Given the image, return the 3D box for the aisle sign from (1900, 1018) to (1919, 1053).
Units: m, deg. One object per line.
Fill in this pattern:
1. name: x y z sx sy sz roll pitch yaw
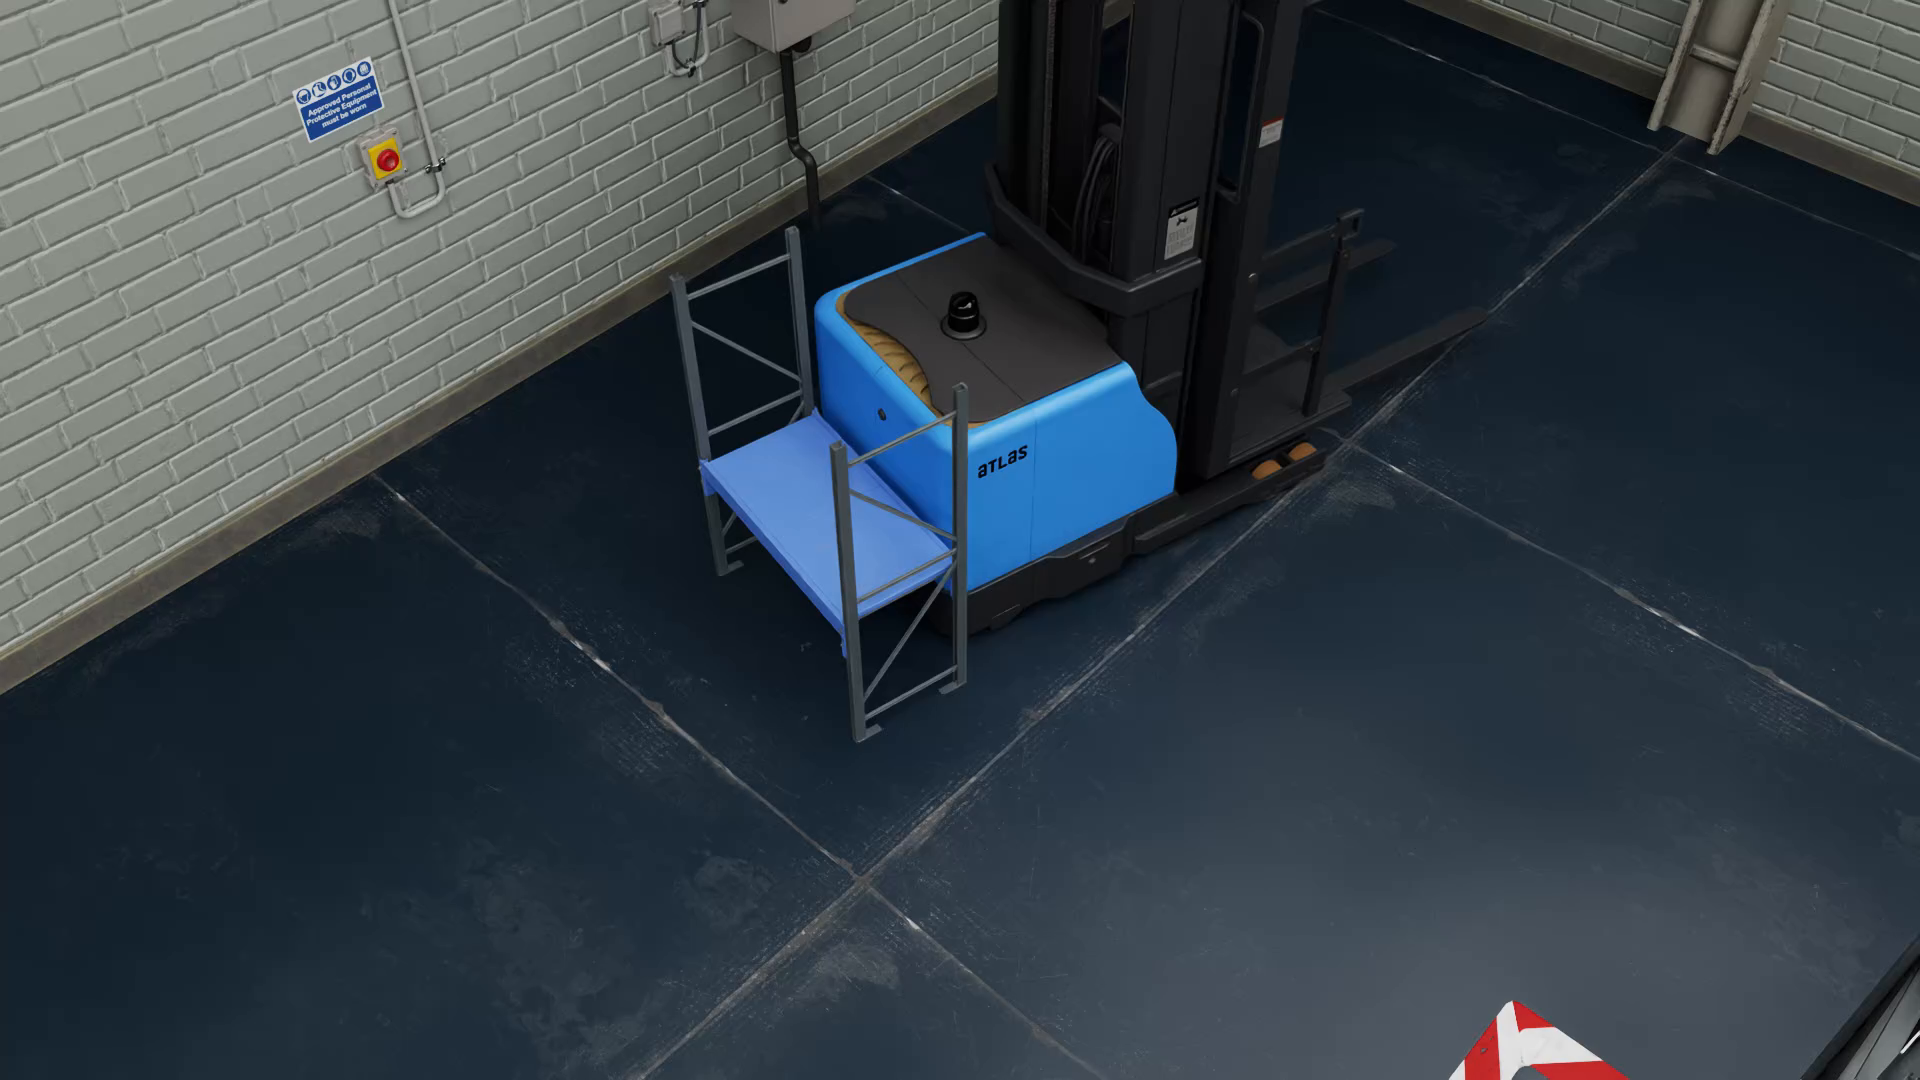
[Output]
1. aisle sign: 1.695 0.476 2.571 0.004 0.787 0.394 34 55 28

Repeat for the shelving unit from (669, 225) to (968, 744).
1. shelving unit: -0.481 -0.175 5.994 0.538 1.500 1.048 -27 53 -23

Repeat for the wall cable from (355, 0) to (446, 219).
1. wall cable: -2.214 -1.888 5.855 0.123 1.953 0.585 34 55 28

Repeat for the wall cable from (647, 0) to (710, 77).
1. wall cable: -1.261 -2.643 6.586 0.122 1.984 0.588 34 55 28

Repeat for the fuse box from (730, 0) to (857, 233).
1. fuse box: -0.682 -2.142 7.696 0.414 1.711 0.539 34 55 28

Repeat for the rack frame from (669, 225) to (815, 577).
1. rack frame: -0.775 -0.477 6.278 0.500 1.500 0.032 -27 53 -23

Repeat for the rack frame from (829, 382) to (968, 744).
1. rack frame: -0.186 0.127 5.710 0.500 1.500 0.032 -27 53 -23

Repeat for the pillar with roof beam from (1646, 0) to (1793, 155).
1. pillar with roof beam: 1.019 -2.978 3.482 0.400 9.000 9.100 34 55 28

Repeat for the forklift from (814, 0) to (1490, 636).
1. forklift: 0.948 -1.474 6.232 3.031 2.935 1.130 -25 52 -22

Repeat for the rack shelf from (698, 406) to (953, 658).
1. rack shelf: -0.481 -0.052 6.125 0.538 0.185 1.000 -27 53 -23

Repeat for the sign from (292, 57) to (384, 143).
1. sign: -2.292 -1.626 6.143 0.001 0.218 0.327 34 55 28
